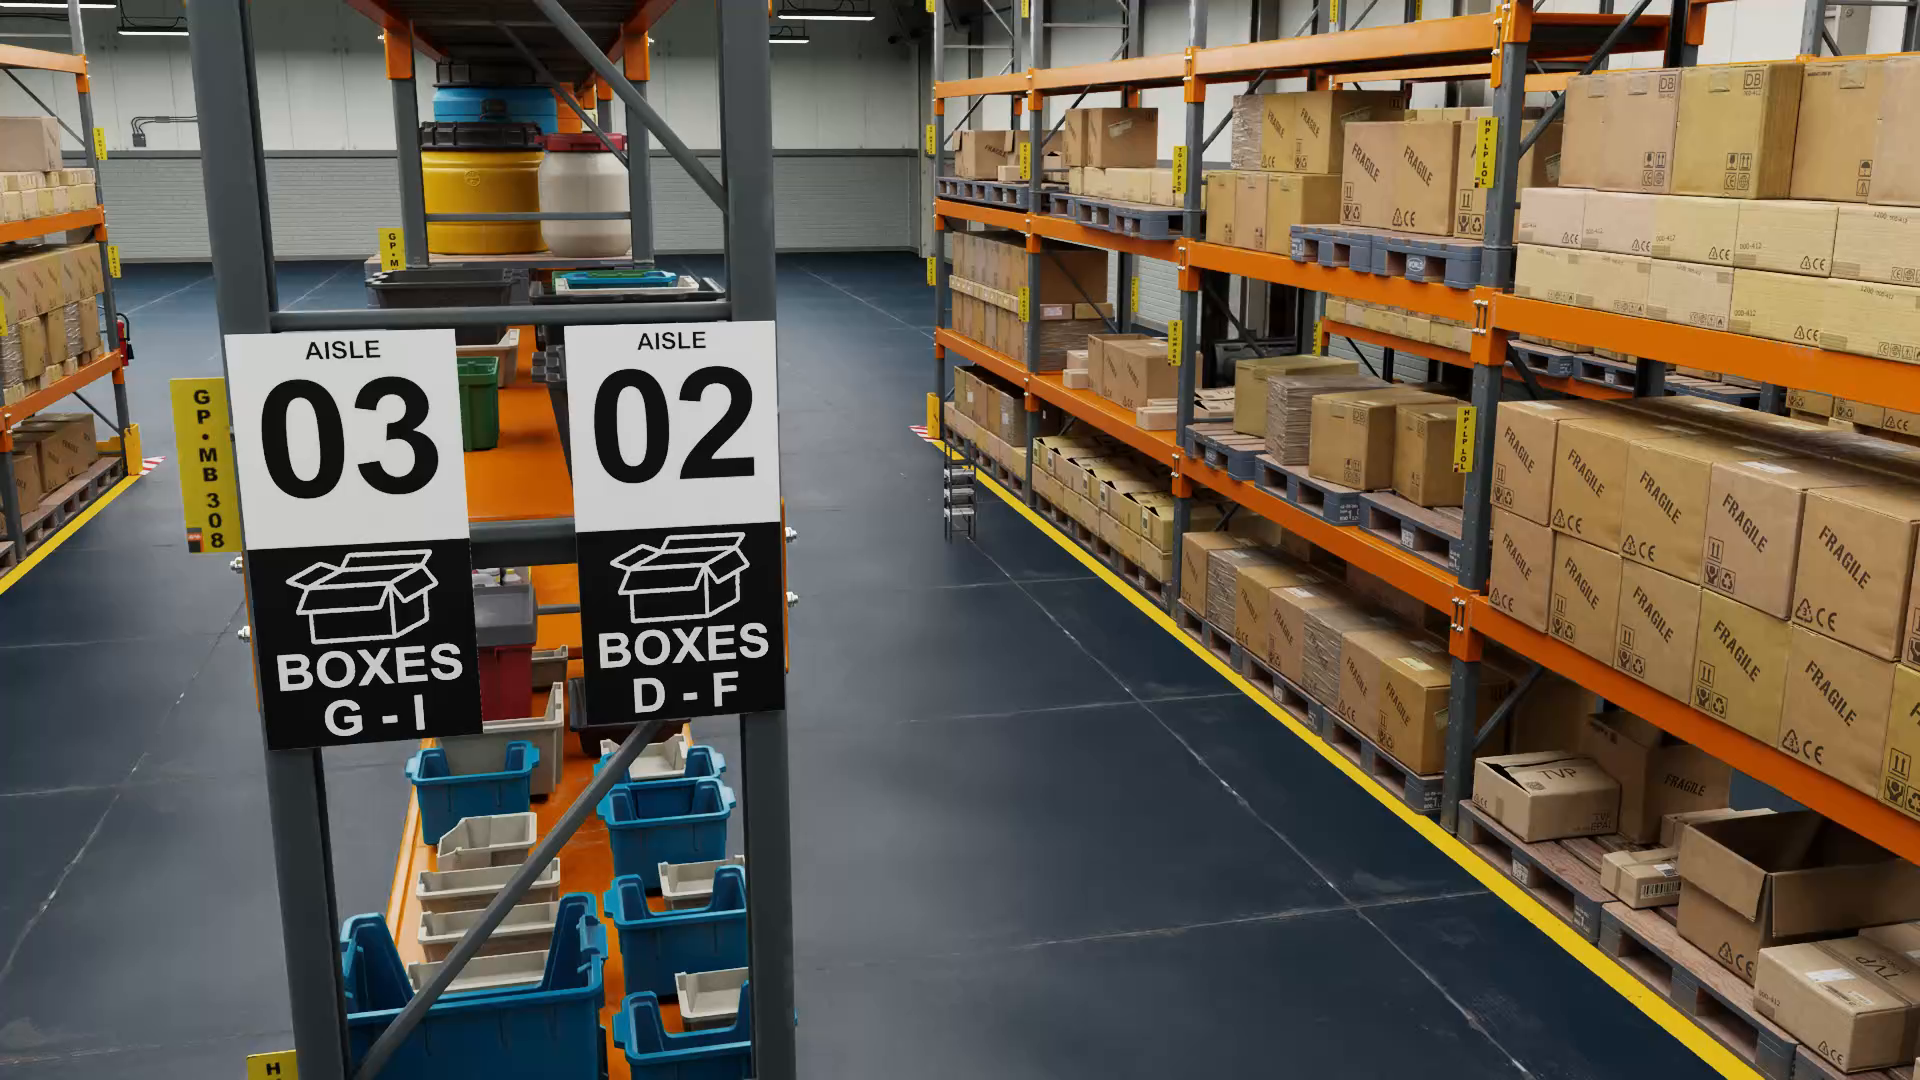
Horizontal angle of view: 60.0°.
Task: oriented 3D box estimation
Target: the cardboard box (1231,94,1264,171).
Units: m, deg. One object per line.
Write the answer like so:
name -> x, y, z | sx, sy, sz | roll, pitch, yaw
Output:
cardboard box -> 2.181, -2.775, 11.328 | 0.500, 0.500, 0.500 | -3, 14, -13

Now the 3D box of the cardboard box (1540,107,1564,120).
cardboard box -> 6.122, -4.214, 17.177 | 0.500, 0.500, 0.500 | -3, 14, -12

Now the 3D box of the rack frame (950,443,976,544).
rack frame -> 0.026, -0.412, 14.717 | 0.240, 0.900, 0.006 | -3, 14, -13

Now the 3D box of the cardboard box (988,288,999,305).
cardboard box -> 0.511, -2.576, 17.573 | 0.380, 0.149, 0.250 | -3, 14, -11

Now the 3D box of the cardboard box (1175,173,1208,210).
cardboard box -> 1.923, -2.574, 12.255 | 0.500, 0.250, 0.500 | -4, 14, -17

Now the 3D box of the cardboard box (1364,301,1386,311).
cardboard box -> 5.061, -2.947, 19.364 | 0.500, 0.500, 0.500 | -4, 14, -15

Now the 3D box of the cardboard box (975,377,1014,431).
cardboard box -> 0.465, -1.480, 17.995 | 0.500, 0.500, 0.500 | -3, 14, -13

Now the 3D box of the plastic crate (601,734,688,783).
plastic crate -> -1.091, 0.797, 5.773 | 0.293, 0.136, 0.466 | -3, 14, -13

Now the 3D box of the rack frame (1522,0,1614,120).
rack frame -> 5.959, -4.999, 16.426 | 1.000, 3.000, 0.127 | -3, 14, -13

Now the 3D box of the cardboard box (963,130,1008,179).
cardboard box -> 0.330, -4.110, 17.717 | 0.500, 0.500, 0.500 | -3, 14, -13

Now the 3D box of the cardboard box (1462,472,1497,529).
cardboard box -> 3.130, -0.336, 8.887 | 0.700, 0.500, 0.500 | -9, 16, -32

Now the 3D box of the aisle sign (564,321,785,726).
aisle sign -> -0.547, -0.027, 3.238 | 0.394, 0.787, 0.004 | -3, 14, -13

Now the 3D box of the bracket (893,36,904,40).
bracket -> -1.881, -14.964, 49.631 | 0.076, 0.066, 3.189 | -3, 14, -13

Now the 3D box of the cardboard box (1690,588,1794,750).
cardboard box -> 3.238, 0.473, 6.460 | 0.500, 0.500, 0.500 | -3, 14, -14

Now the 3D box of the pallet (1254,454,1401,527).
pallet -> 2.546, -0.343, 10.415 | 1.003, 0.211, 1.213 | -3, 14, -13

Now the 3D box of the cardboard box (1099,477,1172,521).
cardboard box -> 1.478, -0.369, 13.843 | 0.500, 0.311, 0.500 | -3, 14, -14

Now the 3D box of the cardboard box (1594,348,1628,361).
cardboard box -> 6.355, -1.948, 15.442 | 0.700, 0.500, 0.500 | -1, 14, -5

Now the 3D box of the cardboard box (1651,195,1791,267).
cardboard box -> 3.122, -1.232, 6.591 | 0.500, 0.250, 0.500 | -3, 14, -13

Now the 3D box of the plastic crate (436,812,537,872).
plastic crate -> -1.451, 0.959, 5.110 | 0.298, 0.136, 0.250 | -3, 14, -13

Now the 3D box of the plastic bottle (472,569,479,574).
plastic bottle -> -2.297, 0.246, 7.844 | 0.061, 0.283, 0.133 | -3, 14, -13

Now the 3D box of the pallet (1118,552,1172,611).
pallet -> 1.929, 0.278, 13.345 | 1.003, 0.211, 1.213 | -3, 14, -13

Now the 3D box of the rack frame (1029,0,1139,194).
rack frame -> 1.145, -4.722, 15.293 | 1.000, 3.000, 0.127 | -3, 14, -13

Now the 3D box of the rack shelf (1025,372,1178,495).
rack shelf -> 1.615, -0.997, 14.202 | 1.077, 0.370, 4.000 | -3, 14, -13

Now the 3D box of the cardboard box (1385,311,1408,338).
cardboard box -> 5.192, -2.460, 18.950 | 0.500, 0.250, 0.500 | -3, 14, -13

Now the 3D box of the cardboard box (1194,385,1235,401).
cardboard box -> 2.063, -1.058, 13.127 | 0.500, 0.311, 0.500 | -3, 14, -14

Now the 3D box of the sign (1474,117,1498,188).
sign -> 2.485, -1.830, 7.857 | 0.100, 0.325, 0.005 | -3, 14, -13

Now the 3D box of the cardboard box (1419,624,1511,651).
cardboard box -> 3.011, 0.791, 9.709 | 0.500, 0.500, 0.500 | -3, 14, -12

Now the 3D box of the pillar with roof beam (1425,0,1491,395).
pillar with roof beam -> 1.840, -5.568, 18.758 | 9.100, 9.000, 0.400 | -3, 14, -13

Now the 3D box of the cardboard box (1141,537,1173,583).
cardboard box -> 1.724, 0.139, 12.945 | 0.500, 0.250, 0.500 | -3, 14, -12

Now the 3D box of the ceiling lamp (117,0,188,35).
ceiling lamp -> -18.932, -13.594, 39.309 | 2.000, 3.185, 0.800 | -3, 14, -13

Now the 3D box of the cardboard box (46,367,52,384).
cardboard box -> -8.561, -1.487, 15.224 | 0.380, 0.149, 0.250 | -3, 14, -13

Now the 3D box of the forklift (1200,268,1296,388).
forklift -> 2.950, -1.732, 15.842 | 1.130, 2.935, 3.031 | -4, 14, -15

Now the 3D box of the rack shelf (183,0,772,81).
rack shelf -> -1.322, -1.596, 4.857 | 1.077, 0.370, 4.000 | -3, 14, -13

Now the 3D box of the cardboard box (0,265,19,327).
cardboard box -> -8.344, -2.053, 14.065 | 0.500, 0.500, 0.500 | -3, 14, -13

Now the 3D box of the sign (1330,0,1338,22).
sign -> 4.492, -6.383, 19.960 | 0.100, 0.325, 0.005 | -3, 14, -13

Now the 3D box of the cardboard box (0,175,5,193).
cardboard box -> -8.434, -3.048, 14.238 | 0.380, 0.149, 0.250 | -3, 14, -13

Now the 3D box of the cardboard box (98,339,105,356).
cardboard box -> -9.157, -2.003, 17.333 | 0.380, 0.149, 0.250 | -3, 14, -13

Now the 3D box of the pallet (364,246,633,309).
pallet -> -2.071, -1.227, 7.708 | 1.213, 0.211, 1.003 | -3, 14, -13

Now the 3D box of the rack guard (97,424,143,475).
rack guard -> -9.407, -0.947, 17.750 | 1.175, 0.500, 0.348 | -3, 14, -13

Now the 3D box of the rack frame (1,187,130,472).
rack frame -> -9.425, -2.179, 17.525 | 1.000, 3.000, 0.127 | -3, 14, -13

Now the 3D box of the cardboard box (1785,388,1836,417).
cardboard box -> 6.764, -1.238, 12.795 | 0.500, 0.500, 0.500 | -3, 14, -12

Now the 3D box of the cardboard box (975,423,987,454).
cardboard box -> 0.466, -1.116, 18.084 | 0.500, 0.250, 0.500 | -3, 14, -13

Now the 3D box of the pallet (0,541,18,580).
pallet -> -8.301, 0.278, 13.344 | 1.003, 0.211, 1.213 | -3, 14, -13

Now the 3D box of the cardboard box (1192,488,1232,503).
cardboard box -> 2.115, -0.283, 13.493 | 0.500, 0.311, 0.500 | -4, 14, -15

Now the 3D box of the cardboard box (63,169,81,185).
cardboard box -> -8.938, -3.587, 16.443 | 0.380, 0.149, 0.250 | -4, 14, -16

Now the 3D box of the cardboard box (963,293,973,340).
cardboard box -> 0.431, -2.549, 18.831 | 0.700, 0.500, 0.500 | -3, 14, -12

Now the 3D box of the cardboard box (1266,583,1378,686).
cardboard box -> 2.282, 0.593, 10.518 | 0.500, 0.500, 0.500 | -4, 14, -15

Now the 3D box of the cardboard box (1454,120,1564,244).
cardboard box -> 2.977, -1.840, 8.514 | 0.600, 0.600, 0.600 | -5, 14, -19

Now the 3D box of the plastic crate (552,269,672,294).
plastic crate -> -1.399, -0.960, 6.662 | 0.450, 0.188, 0.662 | -3, 14, -13

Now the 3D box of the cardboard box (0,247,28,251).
cardboard box -> -9.450, -2.600, 16.304 | 0.500, 0.500, 0.500 | -3, 14, -13

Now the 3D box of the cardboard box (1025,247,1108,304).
cardboard box -> 1.035, -2.588, 16.257 | 0.700, 0.500, 0.500 | -3, 14, -13

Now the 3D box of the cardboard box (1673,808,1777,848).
cardboard box -> 3.609, 1.419, 7.536 | 0.500, 0.311, 0.500 | -3, 14, -13

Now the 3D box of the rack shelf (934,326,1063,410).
rack shelf -> 0.675, -1.919, 17.979 | 1.077, 0.370, 4.000 | -3, 14, -13

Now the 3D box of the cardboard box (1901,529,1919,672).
cardboard box -> 3.472, 0.223, 5.378 | 0.500, 0.500, 0.500 | -3, 14, -12

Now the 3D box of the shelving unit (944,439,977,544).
shelving unit -> 0.002, -0.435, 14.813 | 0.258, 0.900, 0.210 | -3, 14, -13
